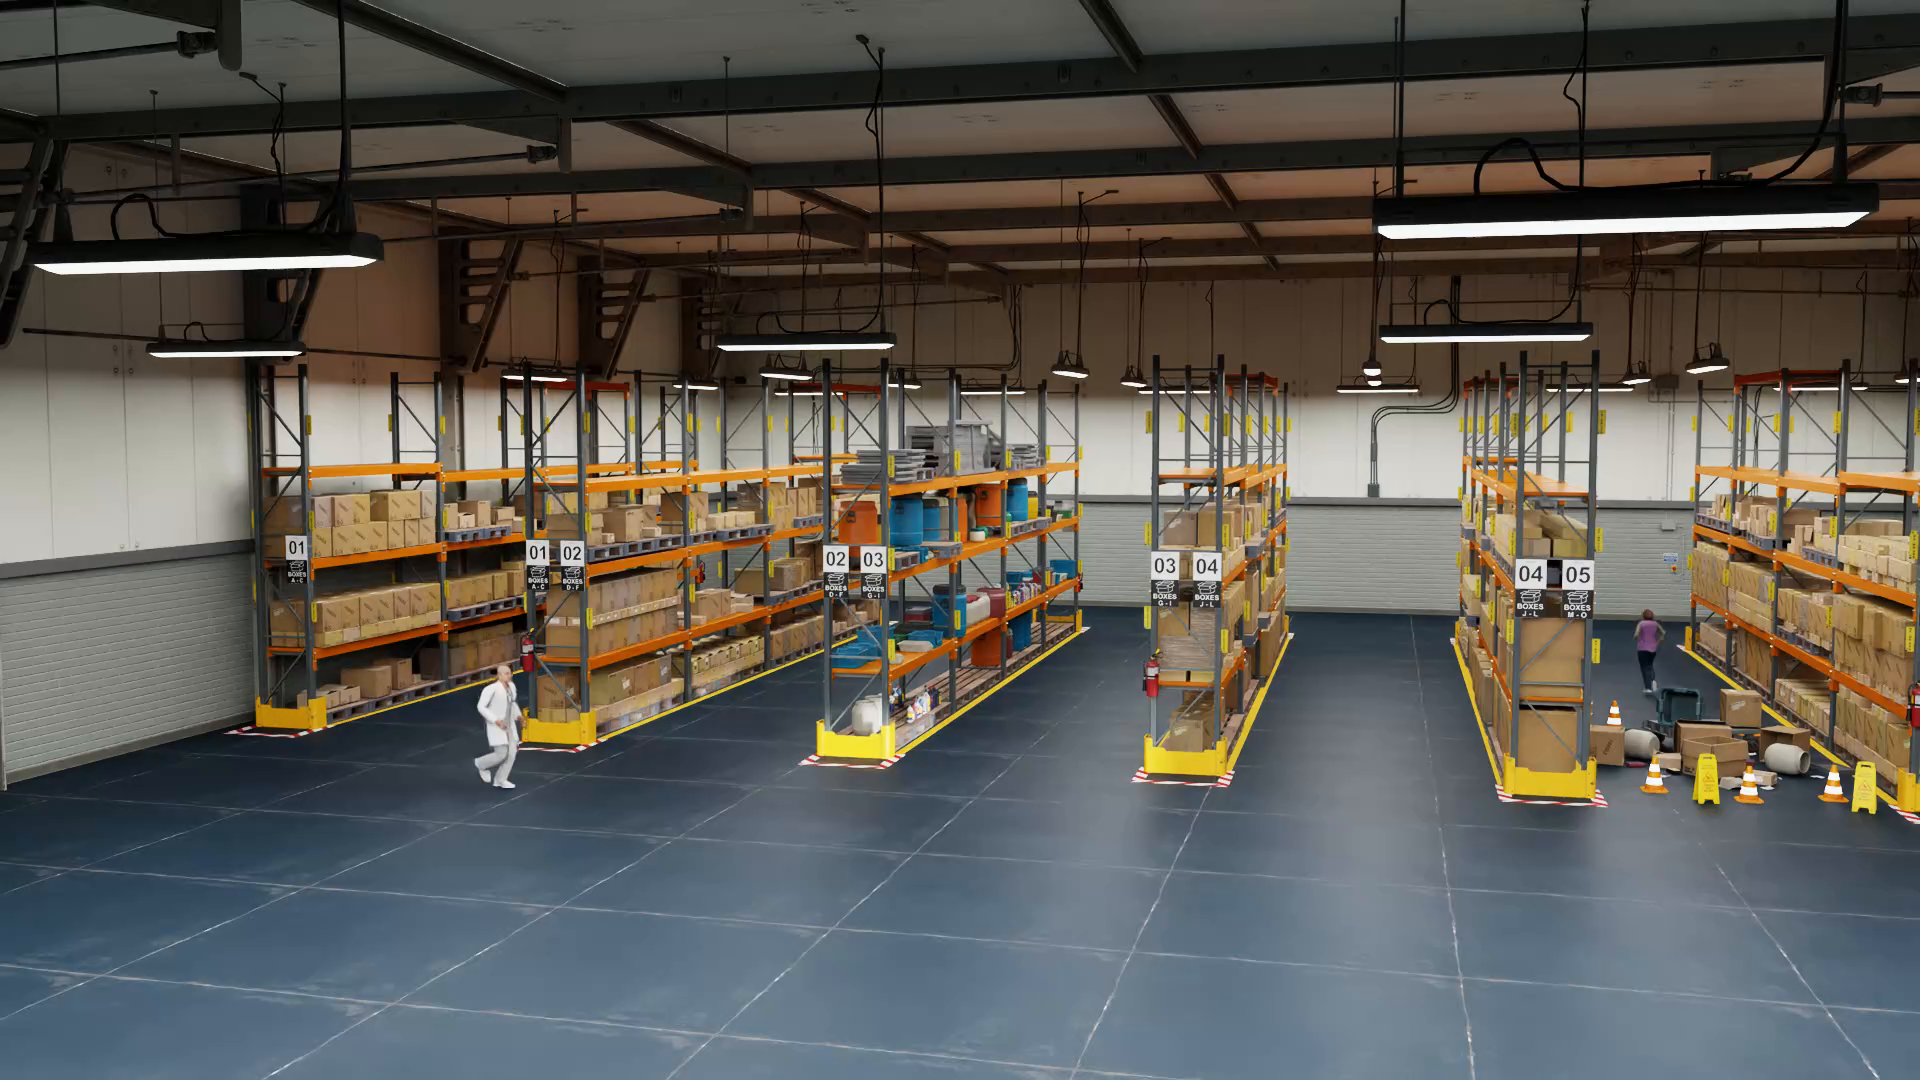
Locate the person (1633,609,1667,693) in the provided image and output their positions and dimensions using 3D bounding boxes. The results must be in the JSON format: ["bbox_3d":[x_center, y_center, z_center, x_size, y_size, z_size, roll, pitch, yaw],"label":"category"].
[{"bbox_3d":[12.856,2.062,31.092,0.548,1.564,0.603,0,4,5],"label":"person"}]

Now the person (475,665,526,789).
[{"bbox_3d":[-6.403,2.570,22.957,0.694,1.712,0.712,3,5,33],"label":"person"}]
